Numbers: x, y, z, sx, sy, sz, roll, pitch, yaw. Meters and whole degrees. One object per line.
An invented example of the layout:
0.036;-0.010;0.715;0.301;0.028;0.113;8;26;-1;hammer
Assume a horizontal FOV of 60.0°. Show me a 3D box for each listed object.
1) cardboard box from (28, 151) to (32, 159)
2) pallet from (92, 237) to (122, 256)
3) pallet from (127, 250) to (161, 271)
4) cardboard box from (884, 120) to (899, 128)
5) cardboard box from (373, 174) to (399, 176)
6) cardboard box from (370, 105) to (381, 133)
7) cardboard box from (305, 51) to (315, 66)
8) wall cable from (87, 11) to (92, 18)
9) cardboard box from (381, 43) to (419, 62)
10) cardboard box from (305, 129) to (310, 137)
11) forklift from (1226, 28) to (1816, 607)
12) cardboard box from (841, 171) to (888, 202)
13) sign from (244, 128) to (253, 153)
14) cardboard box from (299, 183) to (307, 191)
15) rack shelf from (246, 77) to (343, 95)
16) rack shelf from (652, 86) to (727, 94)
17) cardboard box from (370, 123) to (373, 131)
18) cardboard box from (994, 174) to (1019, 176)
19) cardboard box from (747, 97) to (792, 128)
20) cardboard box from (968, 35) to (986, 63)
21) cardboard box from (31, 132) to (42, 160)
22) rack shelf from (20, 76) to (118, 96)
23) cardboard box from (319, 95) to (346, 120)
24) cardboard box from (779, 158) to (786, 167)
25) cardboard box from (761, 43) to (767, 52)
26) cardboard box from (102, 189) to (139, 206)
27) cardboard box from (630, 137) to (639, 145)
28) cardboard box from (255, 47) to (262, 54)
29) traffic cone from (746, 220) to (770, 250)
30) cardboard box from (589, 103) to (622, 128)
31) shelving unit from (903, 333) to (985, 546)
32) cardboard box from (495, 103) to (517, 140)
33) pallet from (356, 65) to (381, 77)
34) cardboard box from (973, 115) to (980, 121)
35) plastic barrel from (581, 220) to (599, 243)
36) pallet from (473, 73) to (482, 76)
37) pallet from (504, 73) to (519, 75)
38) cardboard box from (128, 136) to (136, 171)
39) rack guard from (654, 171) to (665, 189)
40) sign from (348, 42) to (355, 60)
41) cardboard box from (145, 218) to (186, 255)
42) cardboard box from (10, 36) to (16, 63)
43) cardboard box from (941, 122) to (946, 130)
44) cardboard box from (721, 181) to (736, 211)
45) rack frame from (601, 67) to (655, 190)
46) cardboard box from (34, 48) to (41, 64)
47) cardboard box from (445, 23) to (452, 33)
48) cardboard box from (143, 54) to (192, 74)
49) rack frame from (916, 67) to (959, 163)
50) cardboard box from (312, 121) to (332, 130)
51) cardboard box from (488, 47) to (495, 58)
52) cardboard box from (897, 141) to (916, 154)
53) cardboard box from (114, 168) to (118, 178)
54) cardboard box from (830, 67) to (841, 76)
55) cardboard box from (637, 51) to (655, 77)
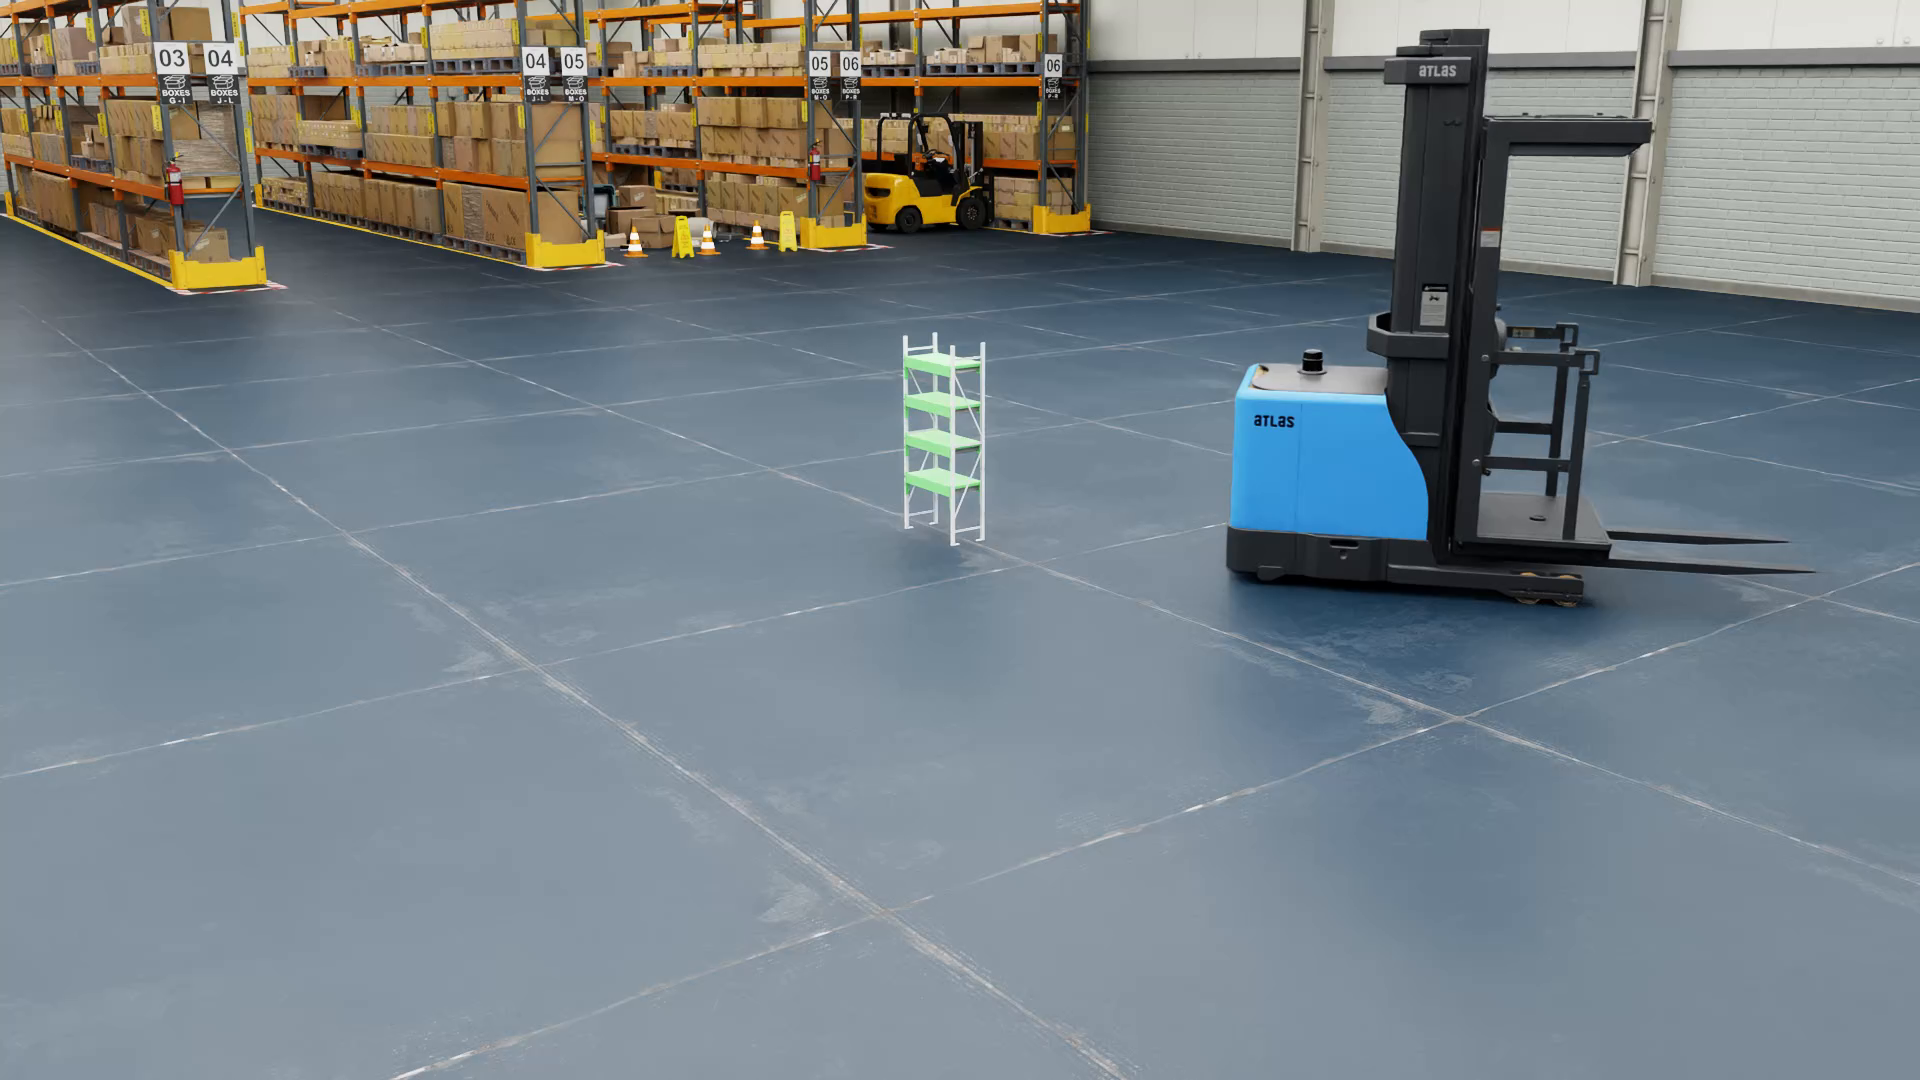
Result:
-17.630;-7.390;31.871;0.380;0.149;0.250;-11;19;-34;cardboard box
-13.662;-4.871;27.472;1.003;0.211;1.213;-11;19;-35;pallet
-12.058;-4.306;25.409;1.003;0.211;1.213;-11;19;-35;pallet
-1.363;-8.646;34.566;0.380;0.149;0.250;-12;19;-36;cardboard box
-11.270;-7.043;32.646;0.500;0.250;0.500;-11;19;-35;cardboard box
-10.506;-7.824;30.898;0.700;0.500;0.500;-11;19;-35;cardboard box
-12.766;-9.631;33.275;0.500;0.311;0.500;-11;19;-35;cardboard box
-20.074;-14.539;40.056;2.277;5.999;0.120;-11;19;-35;wall cable
-9.918;-8.641;29.466;0.500;0.311;0.500;-11;19;-36;cardboard box
-12.948;-8.205;33.488;0.380;0.149;0.250;-10;18;-33;cardboard box
3.057;-1.216;8.966;3.031;2.935;1.130;4;16;13;forklift
-2.059;-7.736;36.362;0.875;0.625;0.625;-10;18;-33;cardboard box
-9.691;-5.437;22.617;0.100;0.325;0.005;-11;19;-35;sign
-13.716;-7.444;35.069;0.380;0.149;0.250;-11;19;-34;cardboard box
-14.290;-9.772;35.780;1.077;0.370;4.000;-11;19;-35;rack shelf
-6.333;-11.334;41.484;1.077;0.370;4.000;-11;19;-35;rack shelf
-11.178;-7.998;32.171;0.380;0.149;0.250;-11;19;-35;cardboard box
0.892;-7.060;32.708;0.500;0.250;0.500;-11;19;-36;cardboard box
-3.265;-7.424;28.873;0.700;0.500;0.500;-11;19;-35;cardboard box
0.607;-9.413;31.925;0.797;0.503;0.637;-10;18;-33;cardboard box
-17.117;-7.408;31.272;0.500;0.500;0.500;-11;19;-34;cardboard box
-16.010;-8.170;29.925;1.077;0.370;4.000;-11;19;-35;rack shelf
-13.182;-9.054;34.826;0.500;0.500;0.500;-10;18;-33;cardboard box
-2.879;-6.493;28.595;0.380;0.149;0.250;-11;19;-35;cardboard box
-3.215;-8.498;28.725;0.380;0.149;0.250;-12;19;-36;cardboard box
-14.095;-5.761;27.925;0.500;0.250;0.500;-8;17;-28;cardboard box
-6.369;-7.971;33.199;0.380;0.149;0.250;-11;19;-34;cardboard box
-15.081;-10.624;36.112;0.380;0.149;0.250;-11;19;-34;cardboard box
-3.410;-5.141;27.983;0.336;0.463;0.334;-11;19;-35;traffic cone
-7.333;-8.782;34.395;0.500;0.500;0.500;-11;19;-36;cardboard box
-0.097;-0.614;10.047;0.258;1.200;0.503;-11;19;-35;shelving unit
-6.643;-6.465;25.684;0.875;0.550;0.550;-11;19;-35;cardboard box
-10.341;-8.618;30.556;1.213;0.211;1.003;-10;18;-32;pallet
0.477;-8.176;32.283;0.380;0.149;0.250;-11;19;-34;cardboard box
-6.502;-5.290;28.604;0.512;0.421;0.421;1;15;4;plastic barrel
-11.077;-11.137;39.570;1.003;0.211;1.213;-11;19;-35;pallet
-9.642;-10.616;37.666;1.003;0.211;1.213;-11;19;-35;pallet
-11.626;-5.672;24.363;0.875;0.500;0.500;-11;19;-35;cardboard box
-7.464;-9.439;43.616;1.175;0.500;0.348;-11;19;-35;rack guard
-11.202;-9.004;30.629;0.100;0.325;0.005;-11;19;-35;sign
-11.936;-4.573;25.042;0.500;0.500;0.500;-5;16;-17;cardboard box
-18.007;-9.516;32.307;0.700;0.500;0.500;-10;18;-32;cardboard box
-0.149;-8.244;33.097;0.380;0.149;0.250;-11;19;-35;cardboard box
-4.013;-6.285;30.349;0.500;0.500;0.500;-10;18;-32;cardboard box
-6.818;-8.181;34.286;1.000;3.000;0.127;-11;19;-35;rack frame
-16.613;-8.855;30.440;0.500;0.311;0.500;-12;19;-36;cardboard box
-8.022;-8.205;26.671;0.380;0.149;0.250;-11;19;-35;cardboard box
-10.619;-6.373;22.280;0.500;0.250;0.500;-10;18;-33;cardboard box
-0.453;-8.098;33.983;1.000;3.000;0.127;-11;19;-35;rack frame
-12.641;-8.236;33.040;0.380;0.149;0.250;-11;19;-35;cardboard box
-6.975;-7.441;25.388;0.380;0.149;0.250;-11;19;-34;cardboard box
-0.961;-8.093;34.247;0.500;0.250;0.500;-10;18;-33;cardboard box
-12.599;-5.575;25.240;0.380;0.149;0.250;-11;19;-35;cardboard box
-2.046;-7.920;28.124;0.380;0.149;0.250;-11;19;-34;cardboard box
-5.898;-9.357;32.702;0.797;0.503;0.637;-11;19;-35;cardboard box
